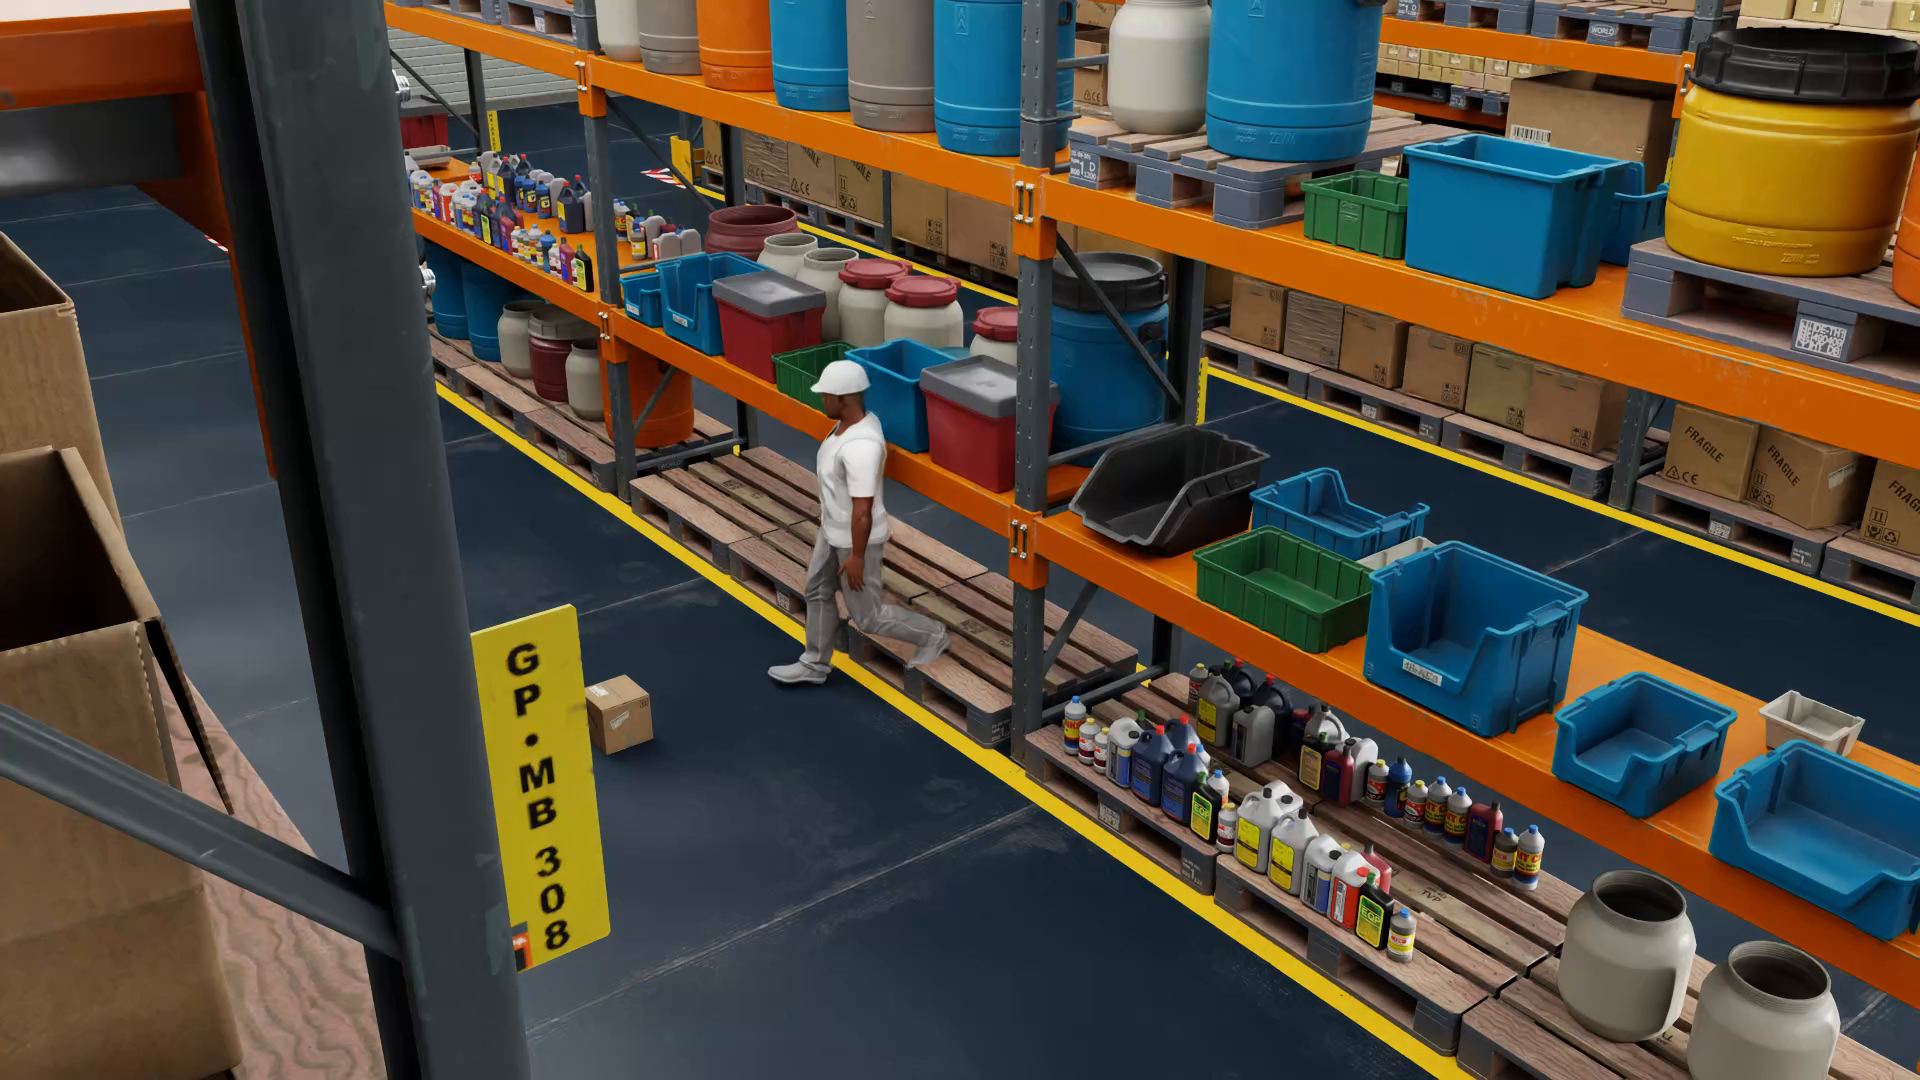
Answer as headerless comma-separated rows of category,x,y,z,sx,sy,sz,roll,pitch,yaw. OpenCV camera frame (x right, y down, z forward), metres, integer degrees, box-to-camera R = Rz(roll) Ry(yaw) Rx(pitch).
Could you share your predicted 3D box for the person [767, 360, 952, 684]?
person,-0.503,-0.037,8.166,0.927,1.744,0.614,-6,25,-12
